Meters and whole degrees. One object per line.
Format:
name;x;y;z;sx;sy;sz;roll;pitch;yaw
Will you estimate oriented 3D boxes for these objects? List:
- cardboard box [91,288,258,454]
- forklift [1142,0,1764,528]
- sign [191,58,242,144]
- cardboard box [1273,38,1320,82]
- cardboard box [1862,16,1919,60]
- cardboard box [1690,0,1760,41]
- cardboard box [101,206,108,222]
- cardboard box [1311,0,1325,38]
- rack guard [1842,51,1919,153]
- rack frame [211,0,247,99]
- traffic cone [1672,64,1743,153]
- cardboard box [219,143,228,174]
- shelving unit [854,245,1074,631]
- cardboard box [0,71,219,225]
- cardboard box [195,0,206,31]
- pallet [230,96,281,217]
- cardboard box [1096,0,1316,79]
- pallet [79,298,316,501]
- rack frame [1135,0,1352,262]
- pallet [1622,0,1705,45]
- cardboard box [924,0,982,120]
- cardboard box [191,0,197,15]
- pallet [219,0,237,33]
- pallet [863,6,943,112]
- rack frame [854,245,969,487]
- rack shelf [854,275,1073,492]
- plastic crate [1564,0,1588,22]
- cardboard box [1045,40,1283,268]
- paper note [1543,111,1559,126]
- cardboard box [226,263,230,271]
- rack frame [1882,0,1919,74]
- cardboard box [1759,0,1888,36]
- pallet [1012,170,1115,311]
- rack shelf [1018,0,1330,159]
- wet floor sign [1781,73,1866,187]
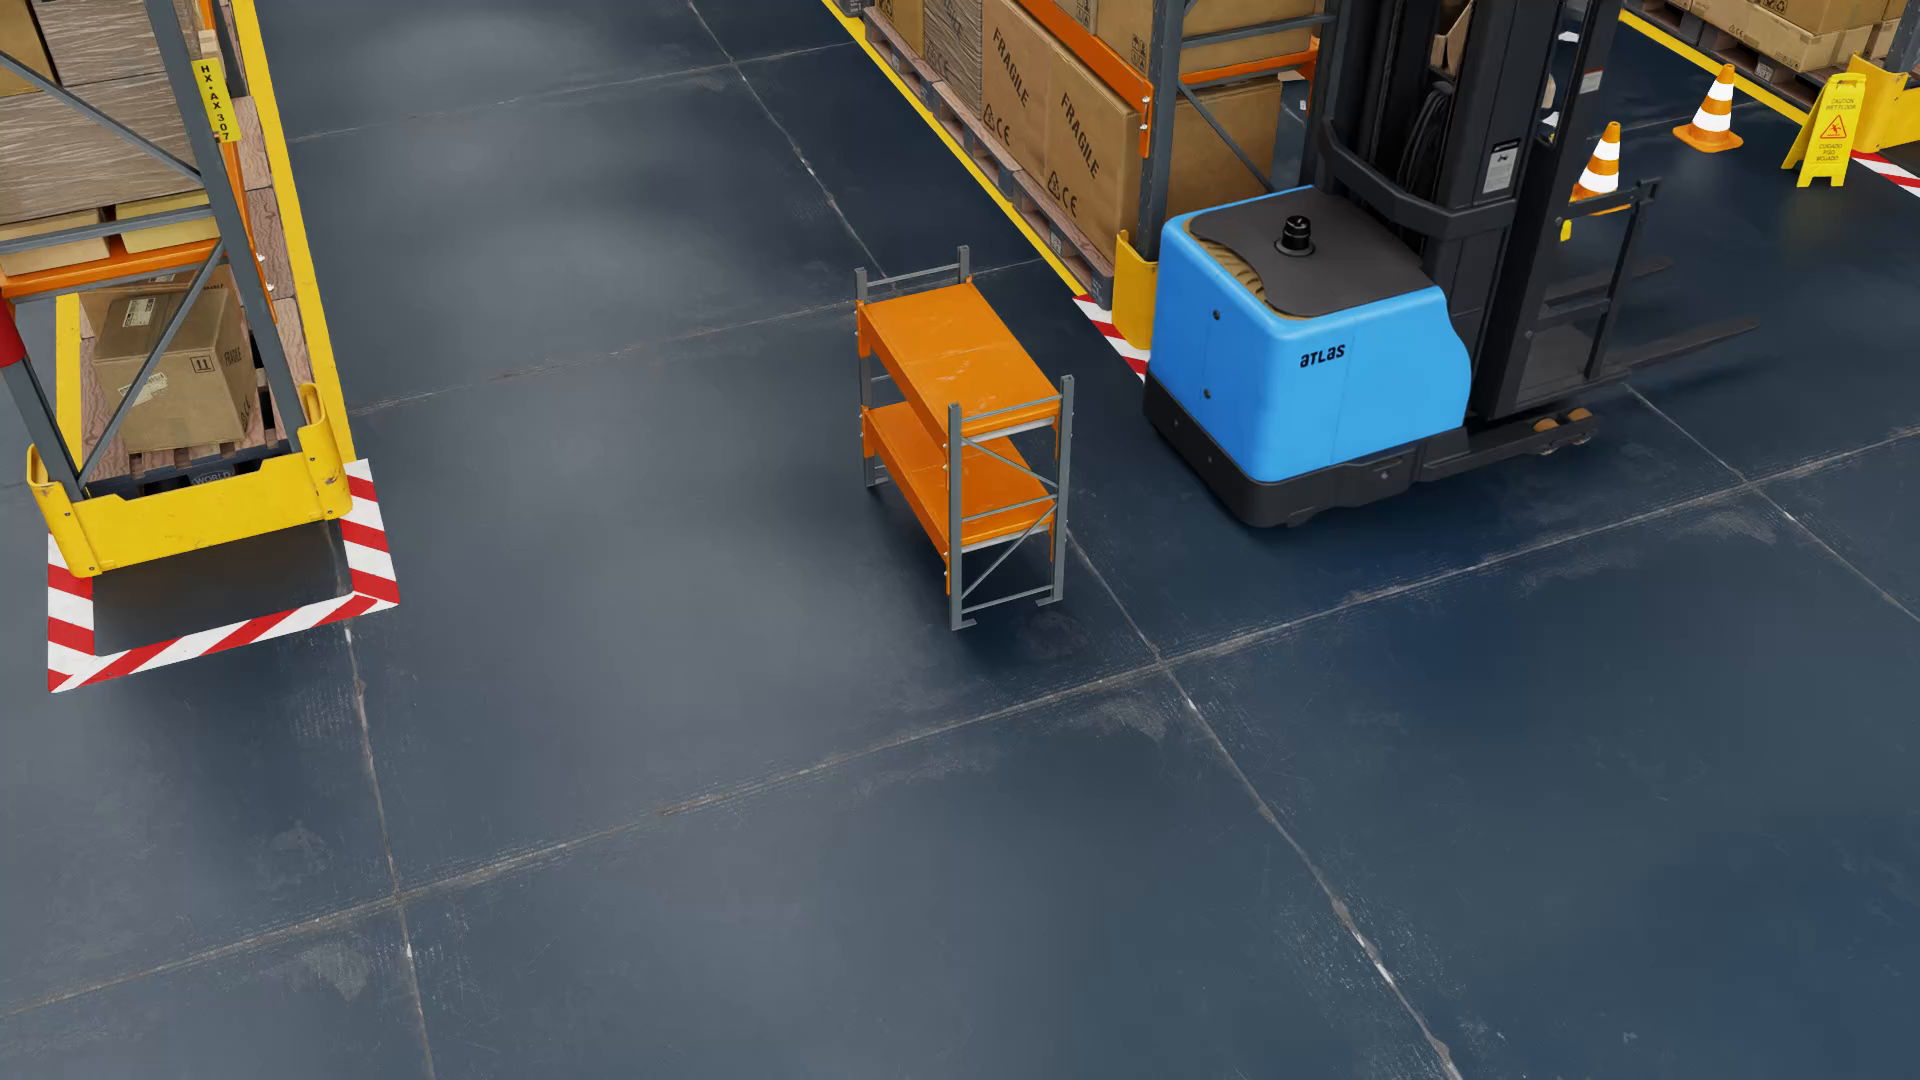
cardboard box;-3.490;-0.759;7.427;0.500;0.500;0.500;-8;41;-9
forklift;2.425;-1.804;7.100;3.031;2.935;1.130;-16;43;-18
sign;-2.766;-1.631;6.182;0.100;0.325;0.005;-15;43;-17
cardboard box;2.183;-3.140;10.698;0.396;0.266;0.258;-8;41;-9
cardboard box;5.836;-3.311;10.586;0.500;0.250;0.500;-15;43;-17
cardboard box;5.140;-3.490;10.794;0.500;0.250;0.500;-15;43;-17
cardboard box;-3.662;-1.343;6.703;0.380;0.149;0.250;-15;43;-17
cardboard box;2.513;-3.732;11.100;0.797;0.637;0.503;-15;43;-17
rack guard;5.860;-2.737;10.050;1.175;0.500;0.348;-15;43;-17
rack frame;-4.797;-3.576;9.108;1.000;3.000;0.127;-15;43;-17
traffic cone;4.533;-2.615;9.935;0.336;0.463;0.334;-15;43;-17
cardboard box;-3.315;-1.613;7.017;0.380;0.149;0.250;-15;43;-17
shelving unit;-0.003;-0.431;6.888;0.538;1.125;1.048;-15;43;-17
cardboard box;-3.452;-1.656;6.570;0.875;0.500;0.500;-15;43;-17
cardboard box;-3.883;-2.518;8.070;0.380;0.149;0.250;-15;43;-17
pallet;-4.508;-2.123;9.557;1.003;0.211;1.213;-15;43;-17
cardboard box;1.171;-2.612;7.872;0.875;0.550;0.550;-15;43;-17
pallet;-3.574;-0.654;7.848;1.003;0.211;1.213;-15;43;-17
rack frame;1.354;-2.343;7.675;1.000;3.000;0.127;-15;43;-17
pallet;5.119;-3.860;11.576;1.003;0.211;1.213;-15;43;-17
cardboard box;0.348;-3.168;9.941;0.875;0.875;0.875;-15;43;-17
cardboard box;-3.410;-2.399;6.667;0.500;0.500;0.500;-15;43;-17
pallet;-5.567;-3.724;11.419;1.003;0.211;1.213;-15;43;-17
pallet;0.043;-3.218;10.830;1.003;0.211;1.213;-15;43;-17
rack frame;-0.197;-0.737;7.244;0.500;1.125;0.032;-15;43;-17
rack shelf;-0.003;-0.652;6.697;0.538;0.278;1.000;-15;43;-17
plastic crate;4.202;-3.791;11.598;0.402;0.080;0.583;-31;49;-31
cardboard box;1.034;-2.089;8.686;0.875;0.875;0.875;-15;43;-17
paper note;3.688;-2.586;10.234;0.148;0.019;0.142;-31;49;-31
cardboard box;-3.973;-1.492;8.280;0.500;0.500;0.500;-11;42;-13
rack frame;5.889;-3.639;9.181;1.000;3.000;0.127;-15;43;-17
cardboard box;5.342;-3.458;10.182;0.500;0.500;0.500;-15;43;-17
pallet;0.976;-1.748;9.121;1.003;0.211;1.213;-15;43;-17
rack shelf;0.589;-3.275;9.310;1.077;0.370;4.000;-15;43;-17
wet floor sign;4.973;-2.365;9.505;0.267;0.644;0.232;-2;41;-2
